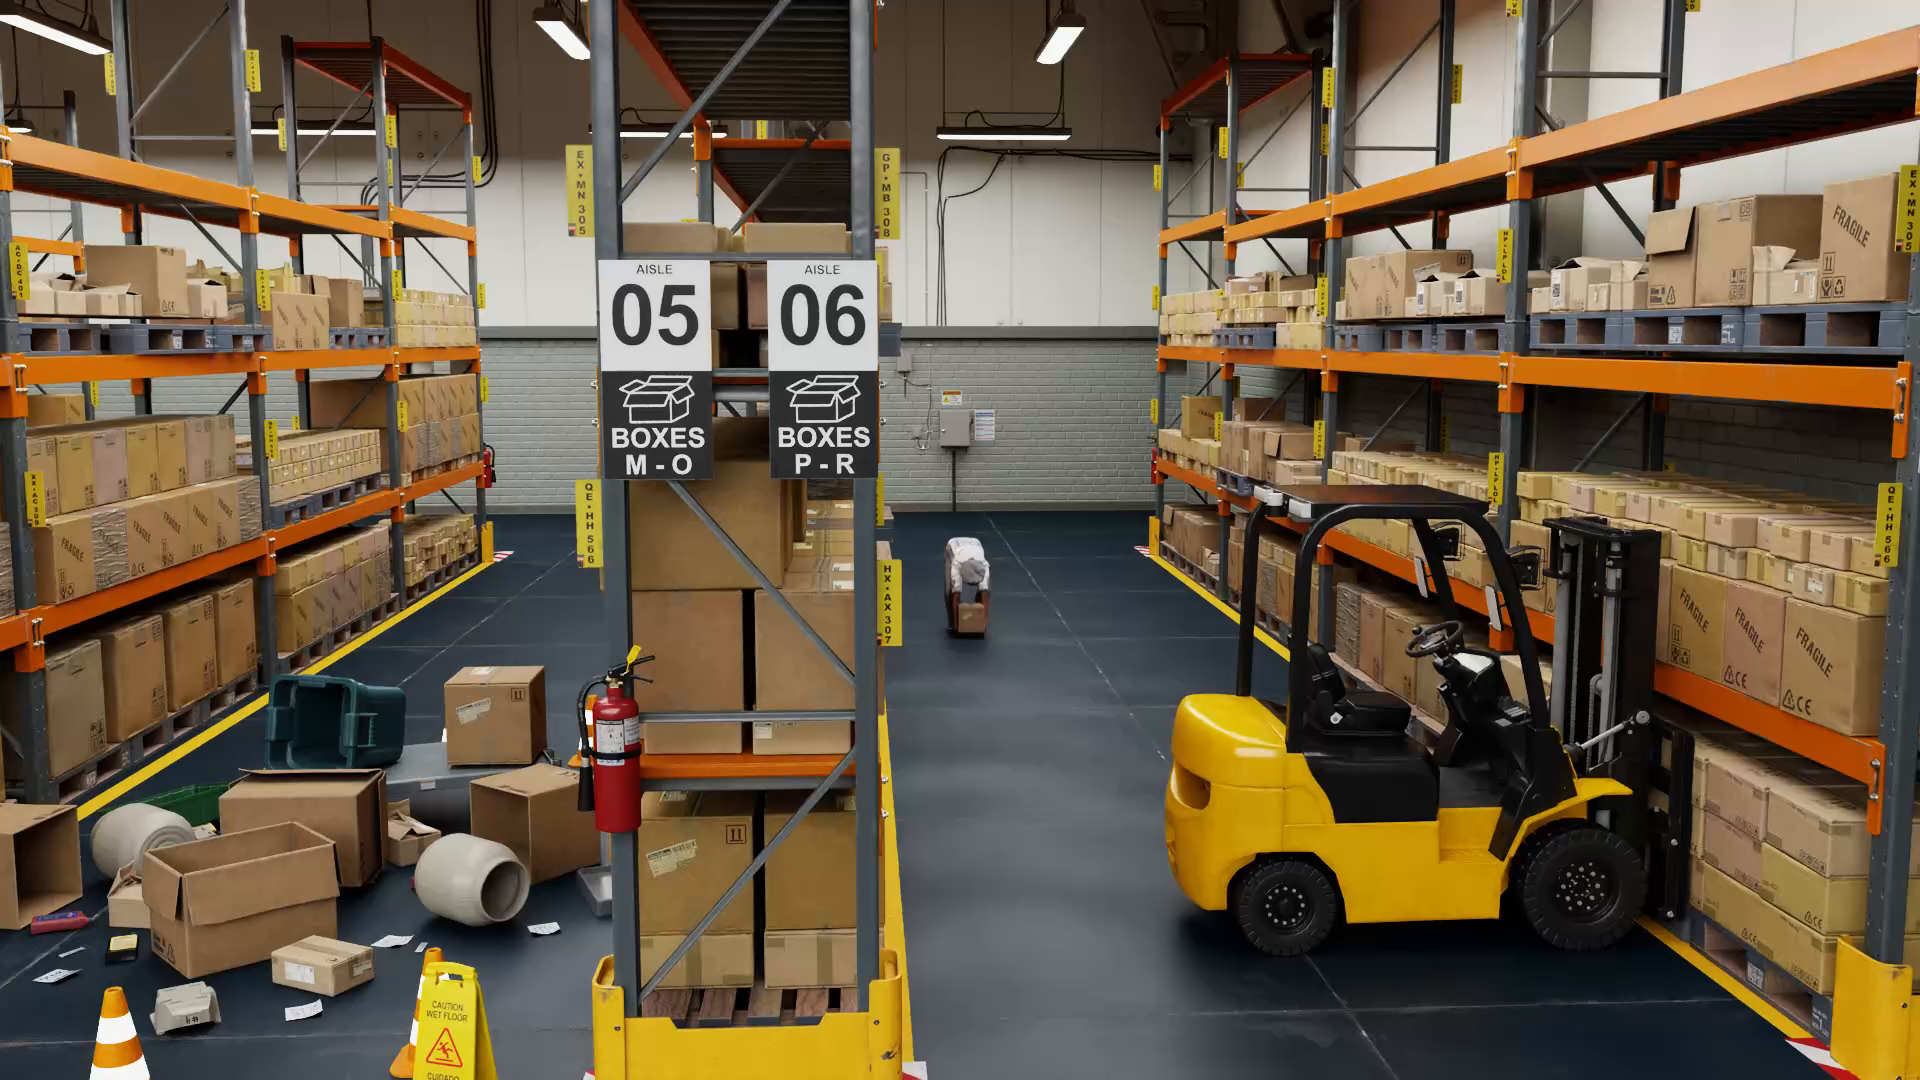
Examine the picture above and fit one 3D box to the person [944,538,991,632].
[{"bbox_3d":[0.080,0.461,16.541,0.464,0.922,0.906,-1,7,-7],"label":"person"}]
